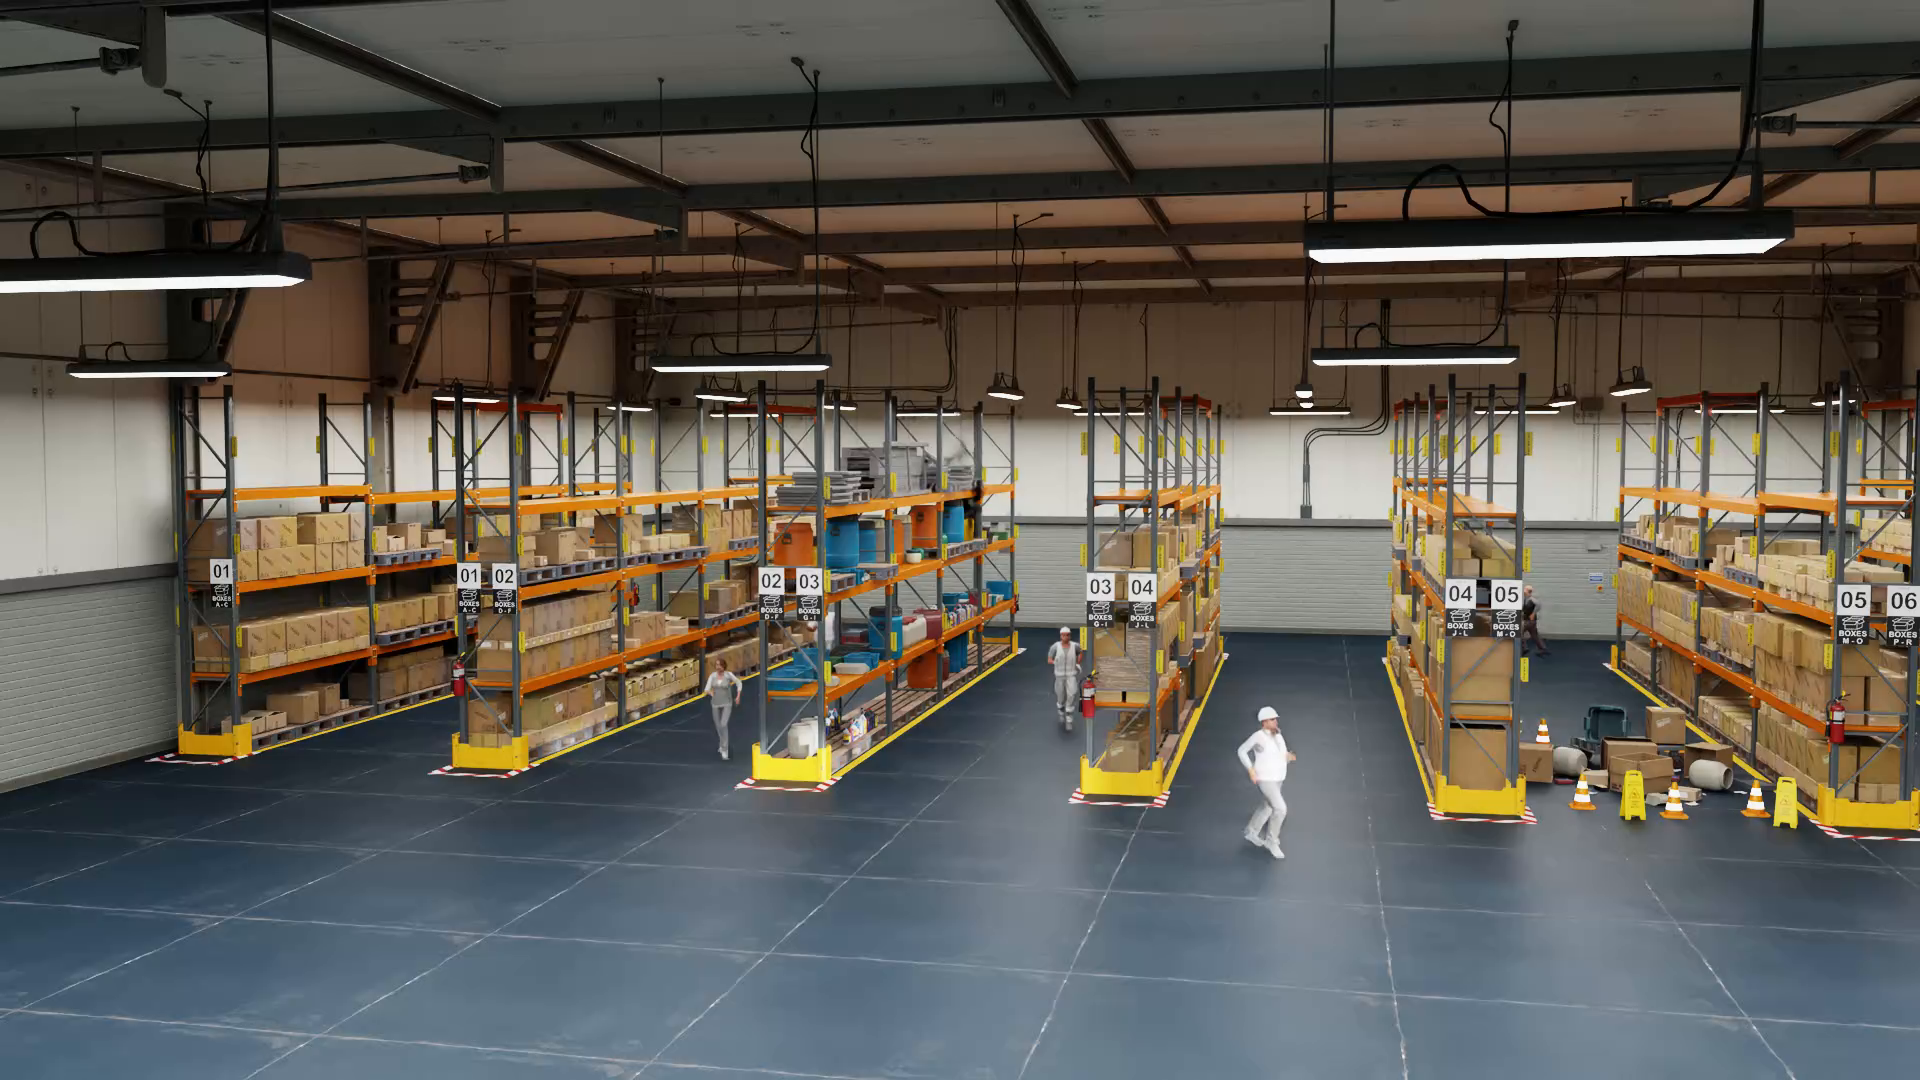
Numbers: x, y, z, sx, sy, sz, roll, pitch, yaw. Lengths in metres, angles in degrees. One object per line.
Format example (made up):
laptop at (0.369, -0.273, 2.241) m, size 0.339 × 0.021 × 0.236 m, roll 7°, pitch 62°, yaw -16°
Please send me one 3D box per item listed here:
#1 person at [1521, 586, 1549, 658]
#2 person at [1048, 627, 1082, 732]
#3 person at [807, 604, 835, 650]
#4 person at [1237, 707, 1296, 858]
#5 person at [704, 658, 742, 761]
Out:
person at (13.445, 1.948, 39.249) m, size 0.873 × 1.736 × 0.662 m, roll 1°, pitch 3°, yaw 21°
person at (1.871, 2.445, 29.651) m, size 0.613 × 1.823 × 0.894 m, roll 0°, pitch 3°, yaw 4°
person at (-2.873, 2.126, 35.018) m, size 0.701 × 1.765 × 0.917 m, roll 0°, pitch 3°, yaw -2°
person at (3.800, 2.974, 20.472) m, size 0.757 × 1.834 × 0.624 m, roll 3°, pitch 4°, yaw 41°
person at (-3.820, 2.716, 26.745) m, size 0.559 × 1.662 × 0.707 m, roll 1°, pitch 3°, yaw 10°
